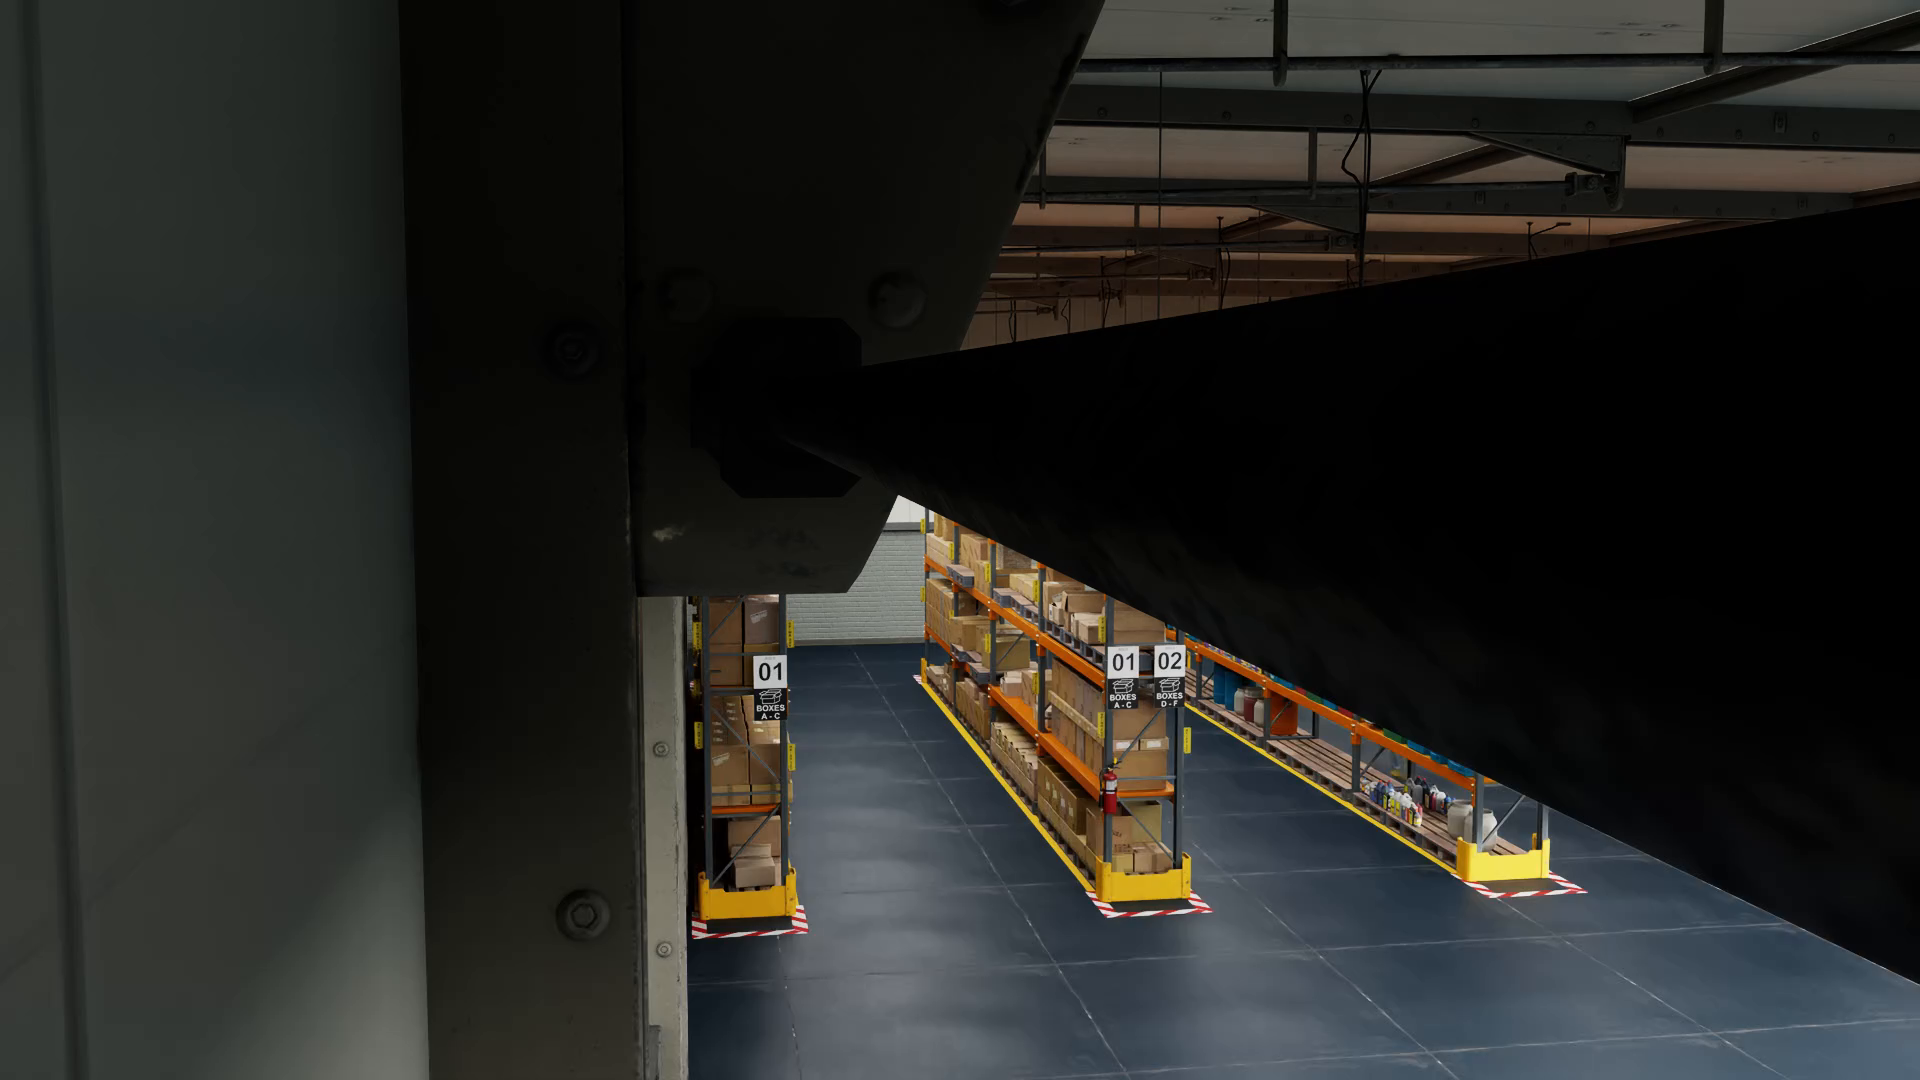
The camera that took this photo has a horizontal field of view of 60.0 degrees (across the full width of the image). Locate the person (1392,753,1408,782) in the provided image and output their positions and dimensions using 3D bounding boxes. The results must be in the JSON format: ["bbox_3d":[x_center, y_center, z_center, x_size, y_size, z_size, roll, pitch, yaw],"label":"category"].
[{"bbox_3d":[7.269,3.034,27.462,0.448,1.784,0.665,-3,6,-31],"label":"person"}]

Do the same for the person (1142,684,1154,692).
[{"bbox_3d":[3.932,2.477,34.371,0.511,1.690,0.522,3,6,29],"label":"person"}]
